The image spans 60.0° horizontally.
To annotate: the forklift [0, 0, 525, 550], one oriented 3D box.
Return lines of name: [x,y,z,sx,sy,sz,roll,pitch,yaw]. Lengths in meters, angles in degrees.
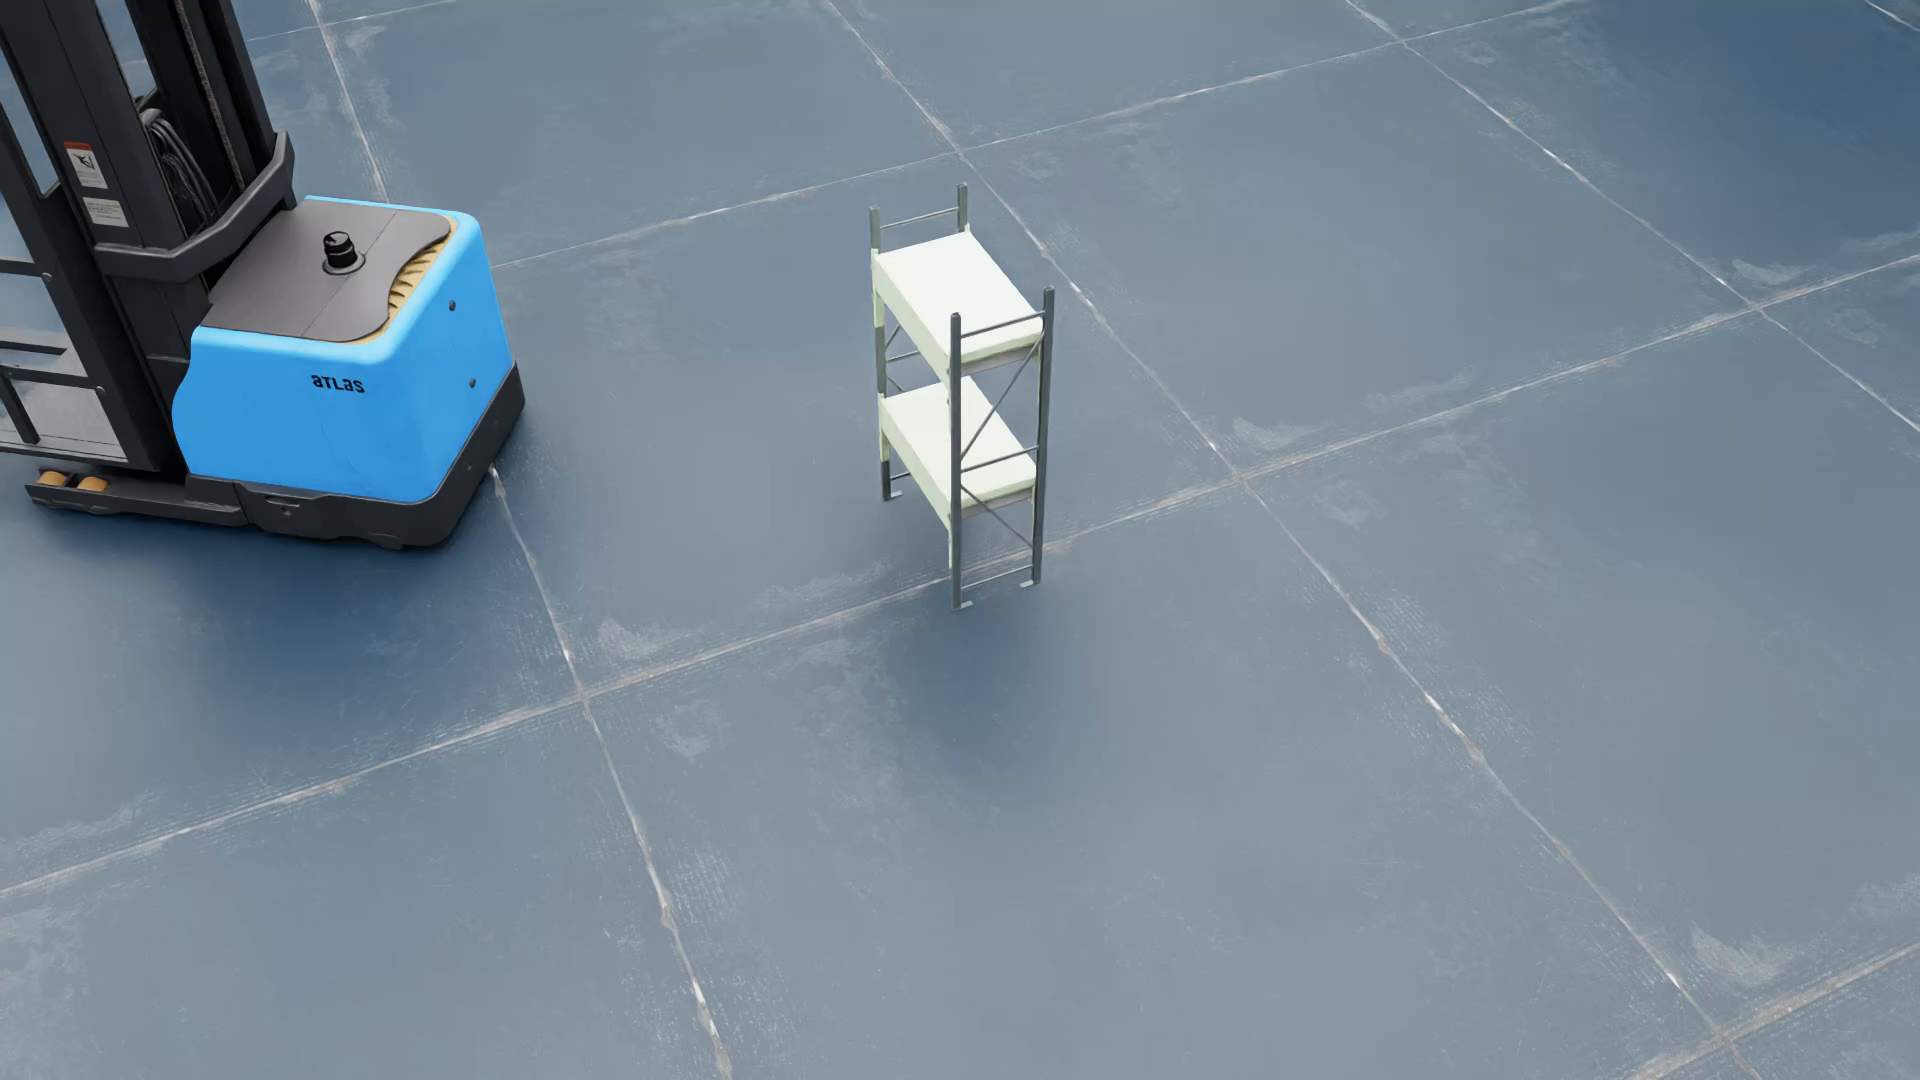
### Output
forklift: [-3.569,-1.511,6.563,3.031,2.935,1.130,7,45,7]

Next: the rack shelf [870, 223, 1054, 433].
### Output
rack shelf: [-0.003,-0.816,6.322,0.431,0.370,0.720,-18,47,-17]

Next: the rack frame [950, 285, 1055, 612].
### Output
rack frame: [0.151,-0.305,6.360,0.400,1.500,0.023,-18,47,-17]

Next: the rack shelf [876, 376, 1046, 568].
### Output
rack shelf: [-0.003,-0.306,6.825,0.431,0.370,0.720,-18,47,-17]

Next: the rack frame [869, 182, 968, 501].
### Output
rack frame: [-0.157,-0.771,6.833,0.400,1.500,0.023,-18,47,-17]

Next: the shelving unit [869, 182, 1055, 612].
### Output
shelving unit: [-0.003,-0.538,6.596,0.431,1.500,0.755,-18,47,-17]
